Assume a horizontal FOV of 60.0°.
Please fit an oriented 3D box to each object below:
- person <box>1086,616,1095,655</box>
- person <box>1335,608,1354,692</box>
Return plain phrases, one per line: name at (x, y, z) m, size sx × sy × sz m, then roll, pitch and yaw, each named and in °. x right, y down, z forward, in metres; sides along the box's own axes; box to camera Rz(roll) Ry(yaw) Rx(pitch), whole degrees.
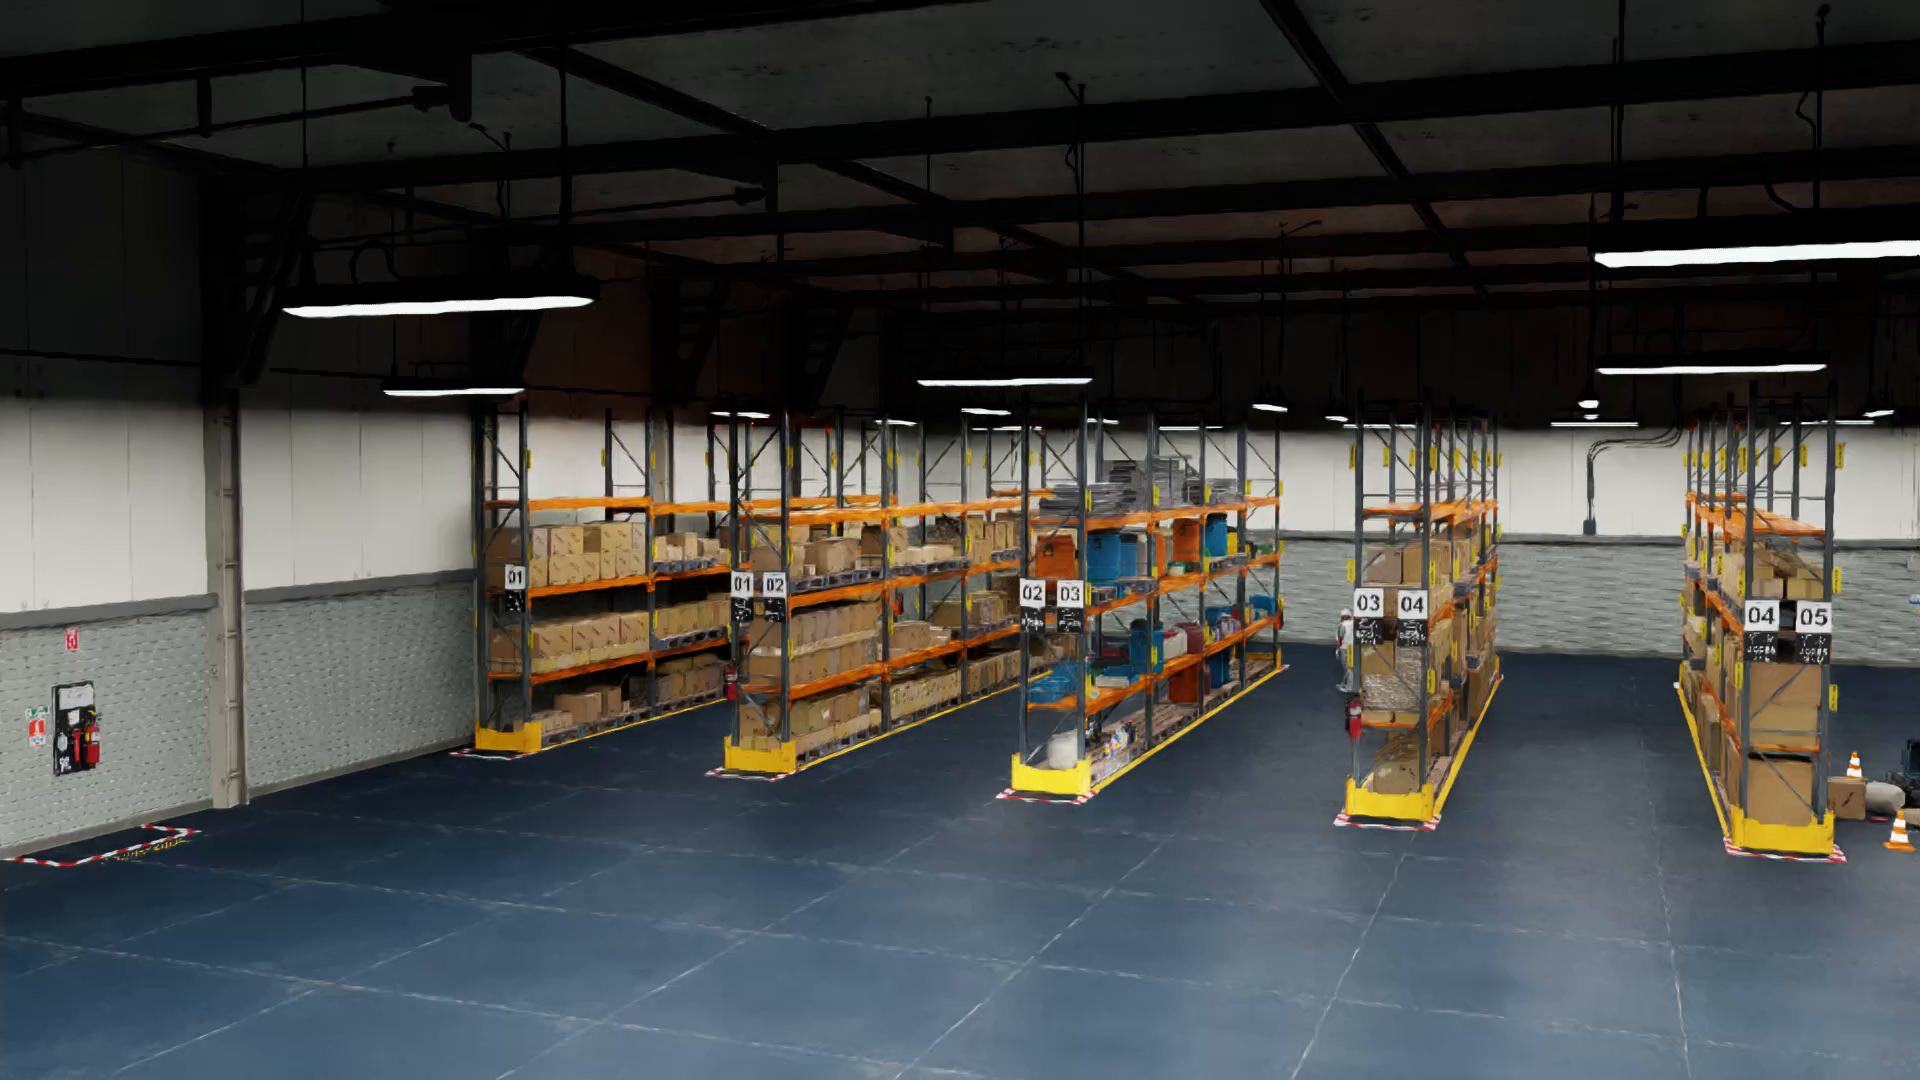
person at (3.211, 2.097, 42.636) m, size 0.503 × 1.677 × 0.497 m, roll -2°, pitch 3°, yaw -34°
person at (8.304, 2.352, 35.840) m, size 0.594 × 1.782 × 0.674 m, roll 2°, pitch 4°, yaw 41°
